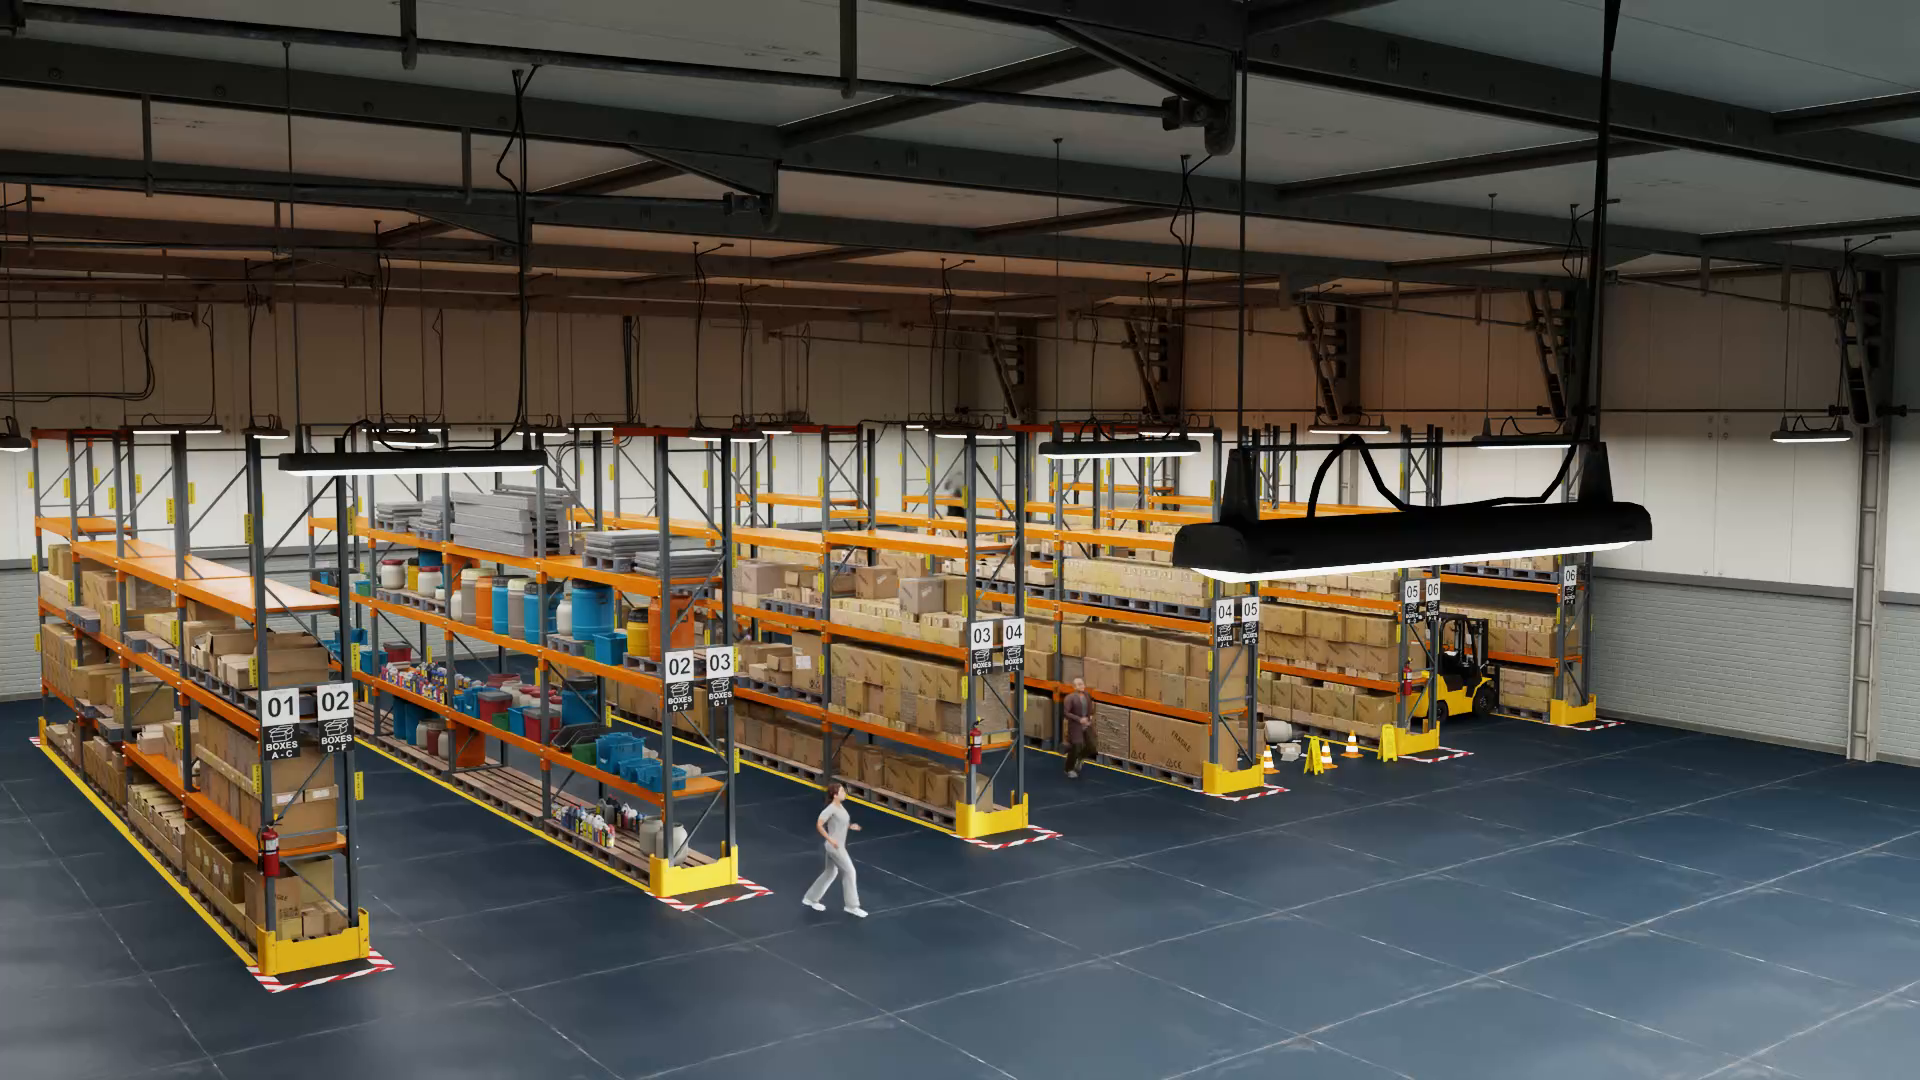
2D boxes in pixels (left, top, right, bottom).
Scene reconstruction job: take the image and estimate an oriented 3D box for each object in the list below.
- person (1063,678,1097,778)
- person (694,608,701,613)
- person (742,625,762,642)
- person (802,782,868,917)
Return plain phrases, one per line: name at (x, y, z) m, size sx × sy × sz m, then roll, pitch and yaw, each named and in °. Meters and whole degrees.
person at (2.075, 3.228, 28.517) m, size 0.741 × 1.738 × 0.765 m, roll -3°, pitch 5°, yaw -32°
person at (-6.570, 2.396, 40.557) m, size 0.730 × 1.493 × 0.480 m, roll 1°, pitch 5°, yaw 12°
person at (-4.625, 2.650, 37.049) m, size 0.588 × 1.558 × 0.572 m, roll -3°, pitch 5°, yaw -31°
person at (-1.564, 3.856, 20.732) m, size 0.833 × 1.688 × 0.571 m, roll 0°, pitch 4°, yaw 1°
